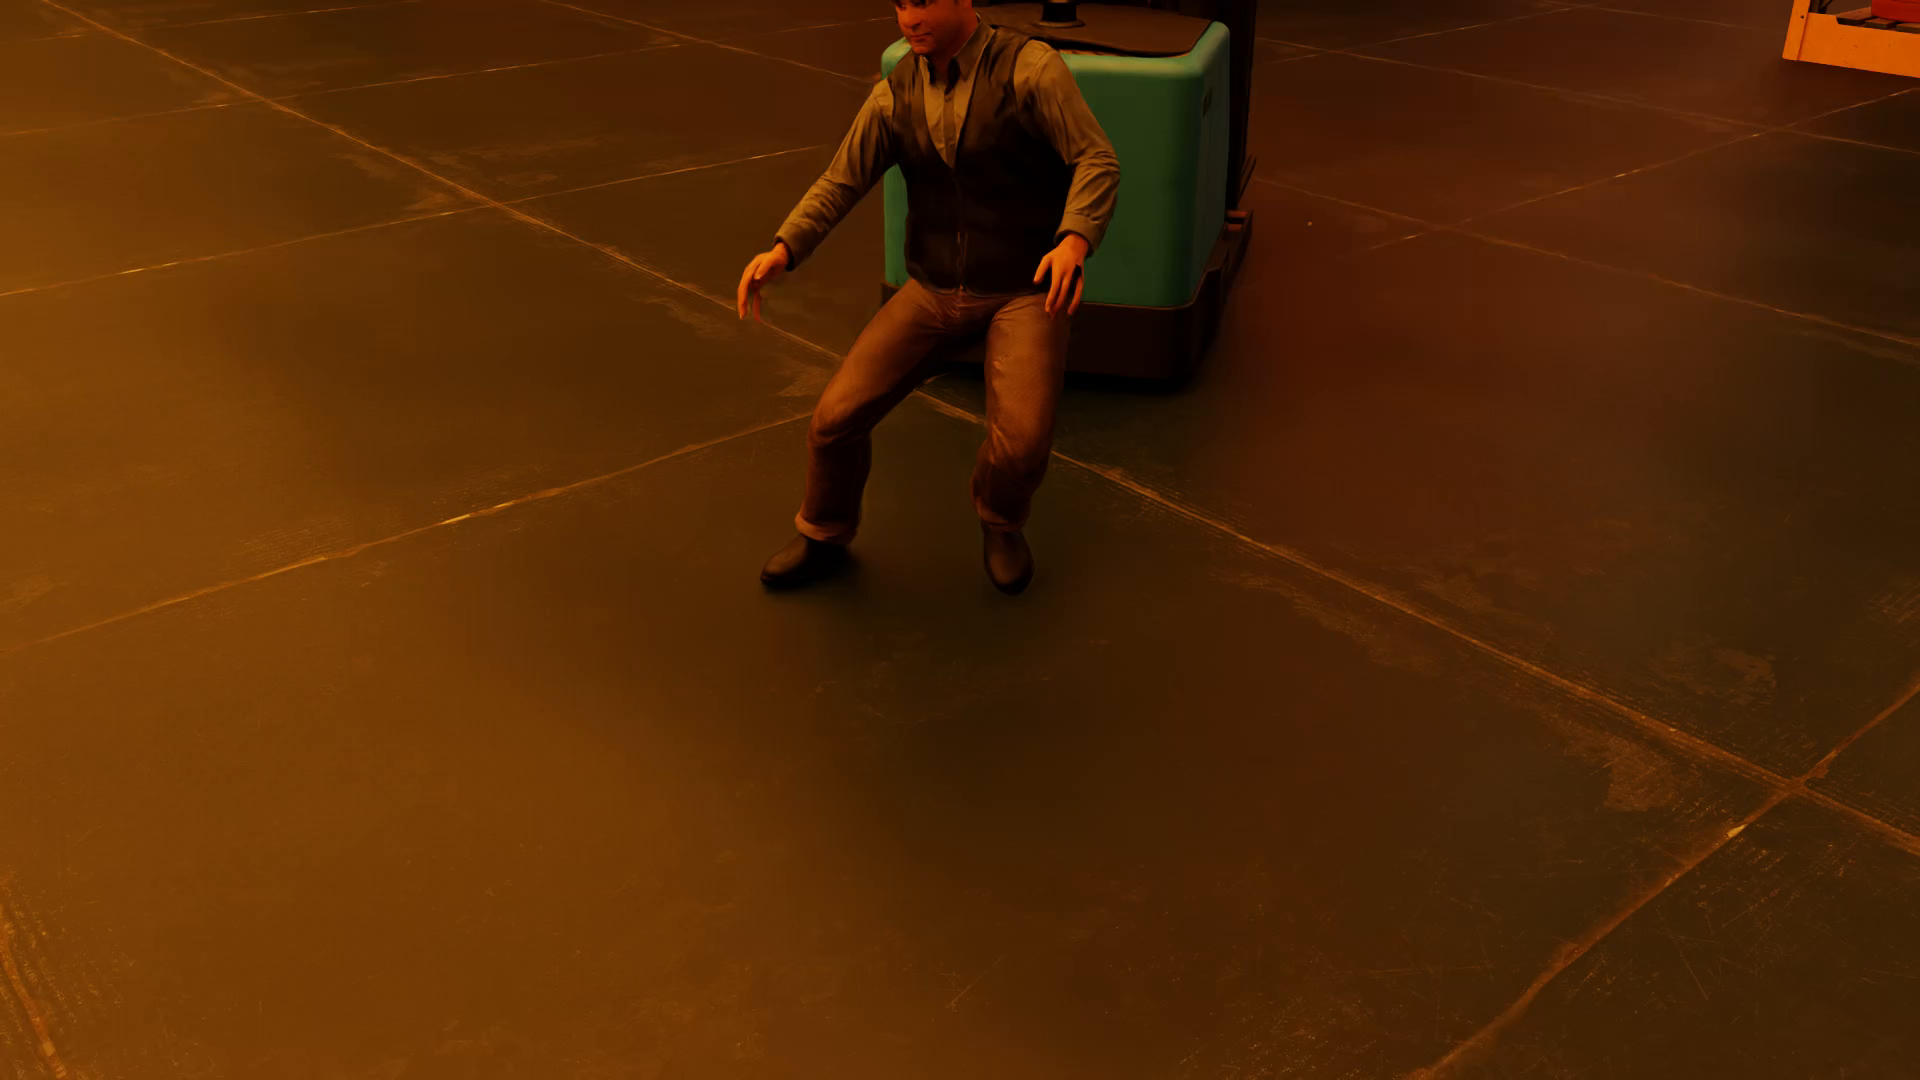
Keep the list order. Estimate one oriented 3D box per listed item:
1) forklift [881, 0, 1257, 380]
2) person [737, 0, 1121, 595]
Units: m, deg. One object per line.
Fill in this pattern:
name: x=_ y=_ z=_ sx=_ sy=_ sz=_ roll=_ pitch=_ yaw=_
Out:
forklift: x=0.599 y=-2.466 z=6.175 sx=1.130 sy=2.935 sz=3.031 roll=7 pitch=27 yaw=13
person: x=-0.063 y=-0.582 z=3.919 sx=0.847 sy=1.564 sz=0.714 roll=12 pitch=29 yaw=23
